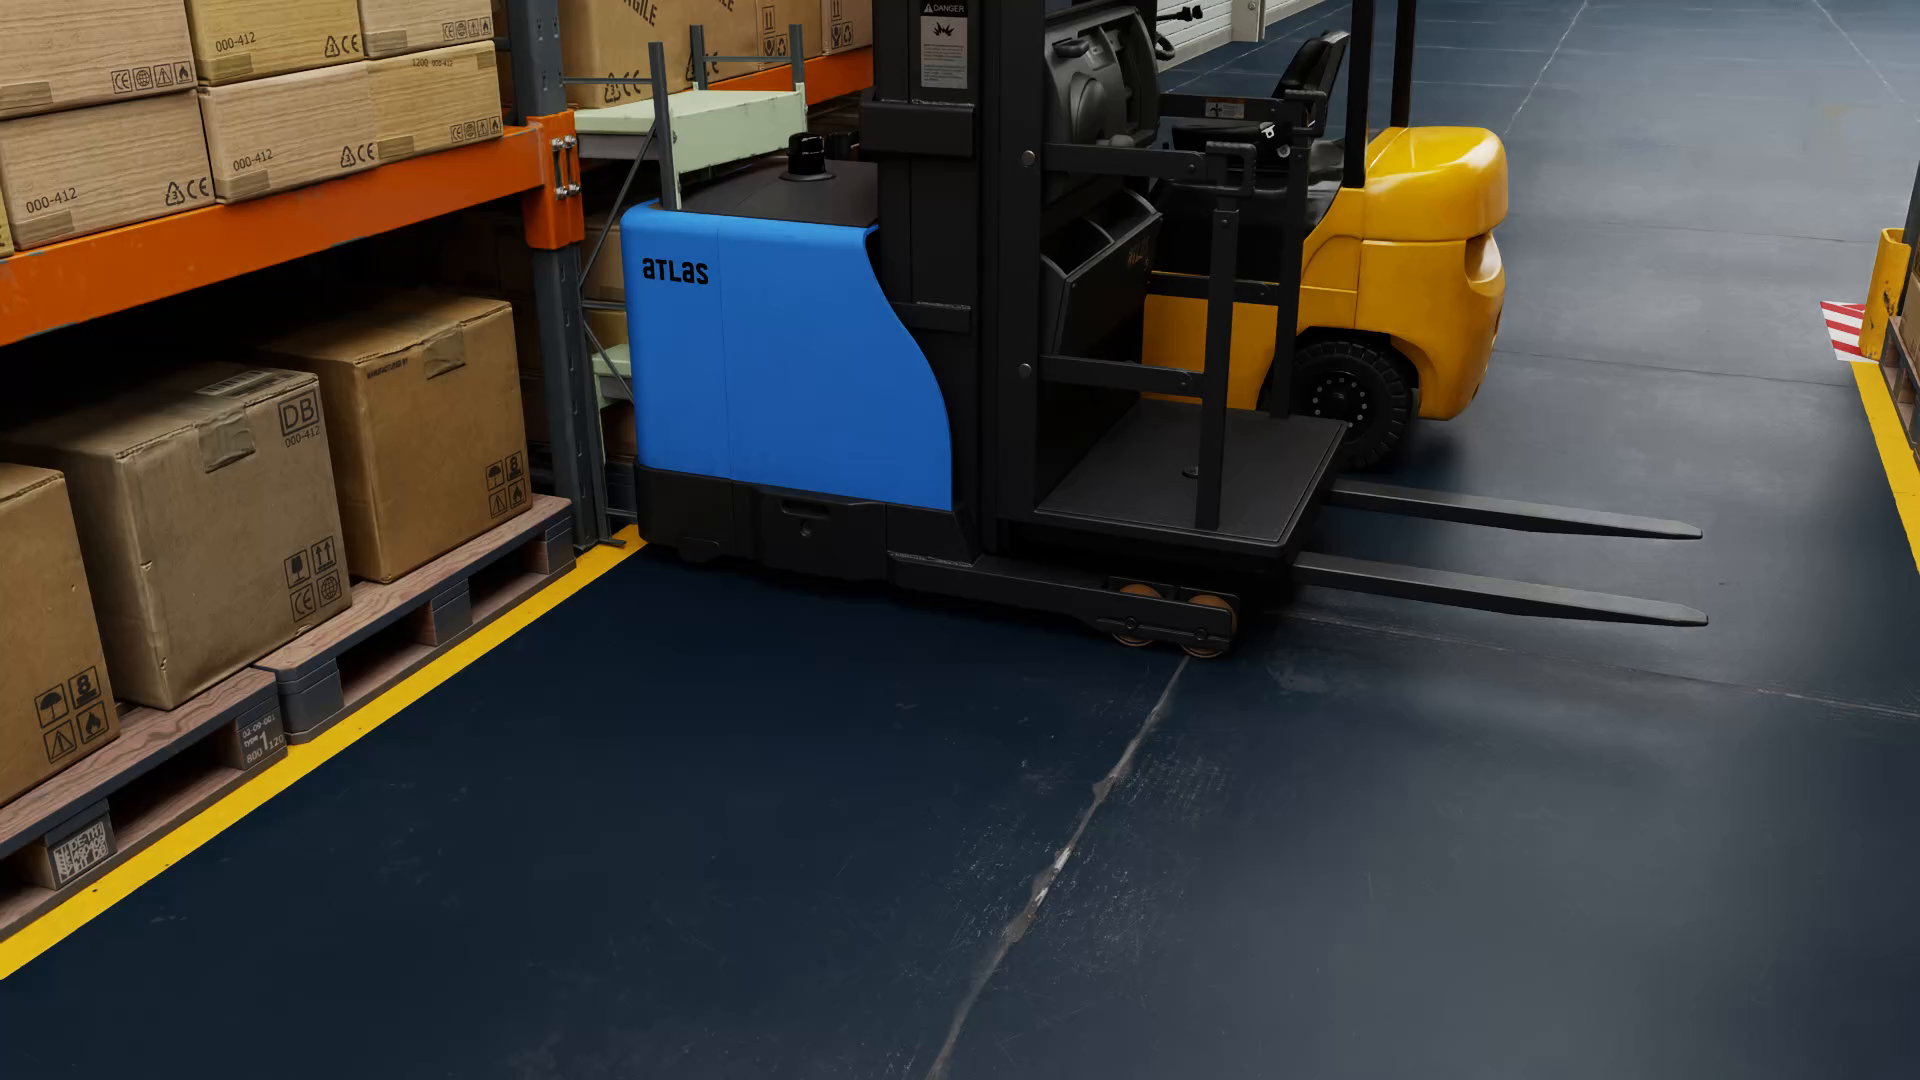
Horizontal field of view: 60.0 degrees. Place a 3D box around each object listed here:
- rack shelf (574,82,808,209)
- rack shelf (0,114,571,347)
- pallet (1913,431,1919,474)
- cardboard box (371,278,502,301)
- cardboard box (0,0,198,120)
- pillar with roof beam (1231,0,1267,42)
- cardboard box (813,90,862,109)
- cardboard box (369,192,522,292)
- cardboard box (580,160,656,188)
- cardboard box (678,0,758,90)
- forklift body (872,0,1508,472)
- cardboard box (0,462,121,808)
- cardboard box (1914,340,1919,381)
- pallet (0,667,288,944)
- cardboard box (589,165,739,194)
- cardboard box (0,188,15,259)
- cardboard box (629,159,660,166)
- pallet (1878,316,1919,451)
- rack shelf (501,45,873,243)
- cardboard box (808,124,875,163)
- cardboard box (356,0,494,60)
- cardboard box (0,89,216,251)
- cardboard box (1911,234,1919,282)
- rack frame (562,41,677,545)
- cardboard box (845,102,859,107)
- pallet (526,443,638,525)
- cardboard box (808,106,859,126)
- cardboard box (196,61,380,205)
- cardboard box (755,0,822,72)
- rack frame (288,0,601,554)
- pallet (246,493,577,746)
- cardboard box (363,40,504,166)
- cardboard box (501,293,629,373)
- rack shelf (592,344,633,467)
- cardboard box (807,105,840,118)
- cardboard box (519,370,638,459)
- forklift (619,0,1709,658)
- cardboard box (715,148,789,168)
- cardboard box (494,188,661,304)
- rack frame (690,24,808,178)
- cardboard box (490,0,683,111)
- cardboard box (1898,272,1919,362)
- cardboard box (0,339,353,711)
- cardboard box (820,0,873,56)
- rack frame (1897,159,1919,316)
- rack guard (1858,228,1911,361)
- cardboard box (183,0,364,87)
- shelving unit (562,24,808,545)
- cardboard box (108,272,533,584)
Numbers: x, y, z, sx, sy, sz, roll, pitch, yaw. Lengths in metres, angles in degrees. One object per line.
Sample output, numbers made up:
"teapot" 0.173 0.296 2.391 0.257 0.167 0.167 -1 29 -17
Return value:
"rack shelf" -0.822 -1.161 5.036 0.431 0.370 0.720 8 22 25
"rack shelf" -2.348 -0.388 3.221 1.077 0.370 4.000 9 24 20
"pallet" 3.673 -0.123 5.271 1.003 0.211 1.213 9 24 20
"cardboard box" -1.615 -0.795 5.635 0.500 0.250 0.500 8 24 19
"cardboard box" -1.930 -1.018 3.341 0.500 0.250 0.500 9 24 21
"pillar with roof beam" 7.239 -9.193 15.584 9.100 9.000 0.400 9 24 20
"cardboard box" -0.656 -1.929 7.702 0.500 0.250 0.500 9 24 20
"cardboard box" -1.602 -1.026 5.540 0.500 0.250 0.500 9 24 21
"cardboard box" -1.428 -1.209 5.979 0.500 0.250 0.500 8 24 19
"cardboard box" -1.020 -1.792 5.519 0.500 0.500 0.500 9 24 21
"forklift body" 0.870 -1.536 6.136 2.313 2.155 1.214 9 24 20
"cardboard box" -2.362 0.200 3.414 0.875 0.625 0.625 8 24 18
"cardboard box" 3.737 -0.652 5.942 0.500 0.250 0.500 10 25 22
"pallet" -2.295 0.558 3.640 1.003 0.211 1.213 9 24 20
"cardboard box" -0.935 -1.132 5.793 0.500 0.250 0.500 9 24 20
"cardboard box" -2.129 -0.609 3.011 0.500 0.250 0.500 10 25 22
"cardboard box" -1.228 -1.388 6.408 0.500 0.250 0.500 9 24 20
"pallet" 4.127 -0.558 6.313 1.003 0.211 1.213 9 24 20
"rack shelf" -0.863 -1.819 6.648 1.077 0.370 4.000 9 24 20
"cardboard box" -0.559 -1.498 6.671 0.500 0.250 0.500 8 24 19
"cardboard box" -1.551 -1.385 4.220 0.500 0.250 0.500 8 24 19
"cardboard box" -1.944 -0.795 3.455 0.500 0.250 0.500 9 24 20
"cardboard box" 3.925 -1.171 6.212 0.500 0.500 0.500 8 24 18
"rack frame" -0.968 -0.676 4.865 0.400 1.500 0.023 8 22 25
"cardboard box" -0.185 -1.861 7.538 0.500 0.250 0.500 9 24 21
"pallet" -1.271 -0.428 6.000 1.003 0.211 1.213 9 24 20
"cardboard box" -0.364 -1.679 7.102 0.500 0.250 0.500 9 24 21
"cardboard box" -1.731 -0.968 3.870 0.500 0.250 0.500 9 24 20
"cardboard box" -0.833 -1.973 5.953 0.500 0.500 0.500 9 24 20
"rack frame" -1.606 -1.436 4.795 1.000 3.000 0.127 9 24 20
"pallet" -1.843 0.120 4.688 1.003 0.211 1.213 9 24 20
"cardboard box" -1.550 -1.149 4.303 0.500 0.250 0.500 9 24 21
"cardboard box" -1.139 -0.720 5.457 0.500 0.250 0.500 9 24 20
"rack shelf" -0.798 -0.490 5.284 0.431 0.370 0.720 8 22 25
"cardboard box" -0.852 -1.752 7.278 0.500 0.250 0.500 9 24 20
"cardboard box" -1.118 -0.486 5.545 0.500 0.250 0.500 9 24 21
"forklift" 0.582 -1.266 4.477 3.031 2.935 1.130 8 24 19
"cardboard box" -0.761 -1.312 6.223 0.500 0.250 0.500 10 25 22
"cardboard box" -1.135 -0.950 5.359 0.500 0.250 0.500 8 24 19
"rack frame" -0.649 -0.915 5.478 0.400 1.500 0.023 8 22 25
"cardboard box" -1.198 -1.603 5.067 0.500 0.500 0.500 8 24 19
"cardboard box" 3.934 -0.834 6.377 0.500 0.250 0.500 9 24 20
"cardboard box" -2.084 -0.069 4.059 0.875 0.625 0.625 9 24 20
"cardboard box" -0.627 -2.150 6.377 0.500 0.500 0.500 9 24 20
"rack frame" 4.490 -2.158 6.524 1.000 3.000 0.127 9 24 20
"rack guard" 4.462 -0.977 6.941 1.175 0.500 0.348 9 24 20
"cardboard box" -1.735 -1.200 3.776 0.500 0.250 0.500 8 24 19
"shelving unit" -0.809 -0.795 5.171 0.431 1.500 0.755 8 22 25
"cardboard box" -1.789 -0.345 4.721 0.875 0.625 0.625 10 25 22
